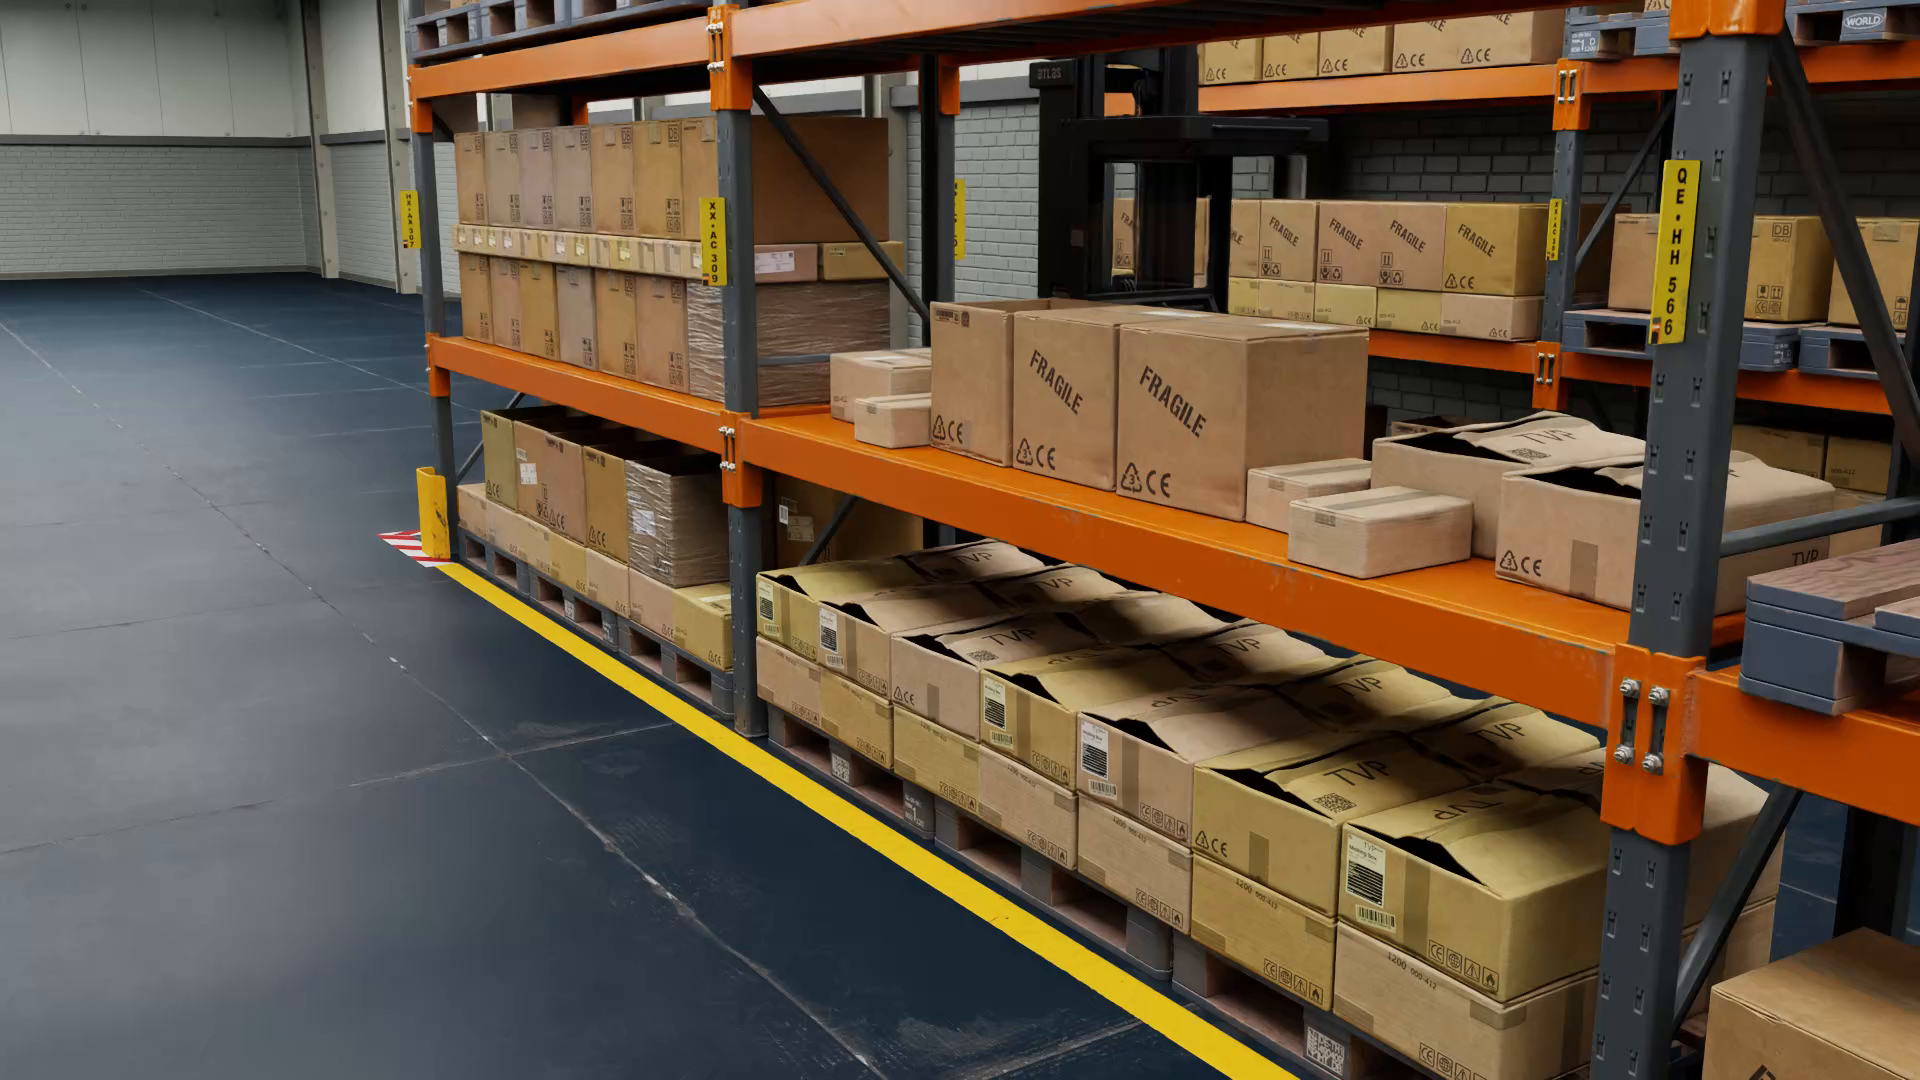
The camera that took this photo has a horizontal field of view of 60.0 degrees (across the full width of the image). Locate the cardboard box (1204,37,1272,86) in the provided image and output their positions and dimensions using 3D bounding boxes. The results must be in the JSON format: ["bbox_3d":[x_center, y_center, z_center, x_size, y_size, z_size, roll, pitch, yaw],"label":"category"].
[{"bbox_3d":[1.973,-3.271,10.996,0.500,0.500,0.500,-7,14,-30],"label":"cardboard box"}]

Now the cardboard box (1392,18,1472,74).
[{"bbox_3d":[2.898,-2.992,9.722,0.500,0.500,0.500,-10,16,-37],"label":"cardboard box"}]

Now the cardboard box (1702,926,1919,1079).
[{"bbox_3d":[1.761,1.103,3.118,0.500,0.500,0.500,-7,14,-30],"label":"cardboard box"}]

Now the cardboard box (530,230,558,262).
[{"bbox_3d":[-1.932,-1.482,8.367,0.380,0.149,0.250,-8,15,-33],"label":"cardboard box"}]

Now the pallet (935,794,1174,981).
[{"bbox_3d":[0.652,0.976,5.402,1.003,0.211,1.213,-8,15,-33],"label":"pallet"}]

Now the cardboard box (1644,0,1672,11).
[{"bbox_3d":[3.889,-2.929,8.496,0.500,0.500,0.500,-6,14,-25],"label":"cardboard box"}]

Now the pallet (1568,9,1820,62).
[{"bbox_3d":[3.906,-2.568,8.500,1.213,0.211,1.003,-8,15,-33],"label":"pallet"}]

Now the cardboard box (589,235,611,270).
[{"bbox_3d":[-1.500,-1.344,7.734,0.380,0.149,0.250,-8,14,-31],"label":"cardboard box"}]

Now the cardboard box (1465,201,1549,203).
[{"bbox_3d":[3.283,-1.820,10.212,0.500,0.500,0.500,-8,15,-33],"label":"cardboard box"}]

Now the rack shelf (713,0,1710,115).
[{"bbox_3d":[0.639,-1.488,4.805,1.077,0.370,4.000,-8,15,-33],"label":"rack shelf"}]

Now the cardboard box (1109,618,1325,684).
[{"bbox_3d":[0.837,0.444,5.453,0.500,0.311,0.500,-8,15,-33],"label":"cardboard box"}]

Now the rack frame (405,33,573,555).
[{"bbox_3d":[-2.685,-1.441,9.929,1.000,3.000,0.127,-8,15,-33],"label":"rack frame"}]

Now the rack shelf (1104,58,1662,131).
[{"bbox_3d":[2.545,-2.786,10.743,1.077,0.370,4.000,-8,15,-33],"label":"rack shelf"}]

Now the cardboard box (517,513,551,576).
[{"bbox_3d":[-2.017,-0.003,8.809,0.500,0.250,0.500,-8,15,-33],"label":"cardboard box"}]

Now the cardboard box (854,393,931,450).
[{"bbox_3d":[-0.148,-0.425,5.871,0.380,0.149,0.250,-8,15,-33],"label":"cardboard box"}]

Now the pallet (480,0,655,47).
[{"bbox_3d":[-1.635,-2.517,8.035,1.003,0.211,1.213,-8,15,-33],"label":"pallet"}]

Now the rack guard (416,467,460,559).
[{"bbox_3d":[-2.699,-0.224,10.215,1.175,0.500,0.348,-8,15,-33],"label":"rack guard"}]

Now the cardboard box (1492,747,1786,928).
[{"bbox_3d":[1.701,0.718,4.196,0.500,0.311,0.500,-8,14,-31],"label":"cardboard box"}]

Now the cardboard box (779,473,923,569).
[{"bbox_3d":[-0.465,-0.077,7.391,0.500,0.500,0.500,-8,15,-33],"label":"cardboard box"}]

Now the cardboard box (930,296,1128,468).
[{"bbox_3d":[0.235,-0.546,5.603,0.500,0.500,0.500,-7,14,-29],"label":"cardboard box"}]

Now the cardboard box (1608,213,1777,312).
[{"bbox_3d":[3.906,-1.486,8.870,0.700,0.500,0.500,-8,15,-33],"label":"cardboard box"}]

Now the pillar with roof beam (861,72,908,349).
[{"bbox_3d":[-4.364,-5.494,14.420,9.100,9.000,0.400,-8,15,-33],"label":"pillar with roof beam"}]

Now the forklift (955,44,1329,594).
[{"bbox_3d":[1.174,-1.122,8.630,1.130,2.935,3.031,-10,16,-38],"label":"forklift"}]

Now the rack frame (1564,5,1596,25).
[{"bbox_3d":[3.653,-4.247,8.719,1.000,3.000,0.127,-8,15,-33],"label":"rack frame"}]

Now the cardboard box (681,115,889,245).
[{"bbox_3d":[-0.720,-1.490,6.884,0.700,0.500,0.500,-8,15,-32],"label":"cardboard box"}]

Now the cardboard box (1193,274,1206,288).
[{"bbox_3d":[1.742,-1.749,11.644,0.500,0.250,0.500,-9,15,-35],"label":"cardboard box"}]

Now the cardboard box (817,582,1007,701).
[{"bbox_3d":[-0.175,0.327,5.984,0.500,0.311,0.500,-8,15,-33],"label":"cardboard box"}]

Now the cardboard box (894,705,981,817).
[{"bbox_3d":[0.120,0.693,5.626,0.500,0.250,0.500,-9,15,-34],"label":"cardboard box"}]

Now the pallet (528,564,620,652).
[{"bbox_3d":[-1.555,0.269,8.636,1.003,0.211,1.213,-8,15,-33],"label":"pallet"}]

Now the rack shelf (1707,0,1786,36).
[{"bbox_3d":[2.855,-0.776,1.552,1.077,0.370,4.000,-8,15,-33],"label":"rack shelf"}]

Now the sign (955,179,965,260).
[{"bbox_3d":[-0.023,-1.322,6.862,0.100,0.325,0.005,-8,15,-33],"label":"sign"}]

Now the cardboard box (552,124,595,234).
[{"bbox_3d":[-1.554,-1.758,8.108,0.700,0.500,0.500,-8,15,-33],"label":"cardboard box"}]

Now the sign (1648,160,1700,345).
[{"bbox_3d":[1.287,-0.517,2.996,0.100,0.325,0.005,-8,15,-33],"label":"sign"}]

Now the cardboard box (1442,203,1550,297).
[{"bbox_3d":[3.133,-1.667,9.511,0.500,0.500,0.500,-8,15,-33],"label":"cardboard box"}]

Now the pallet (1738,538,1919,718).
[{"bbox_3d":[2.181,0.188,2.930,1.213,0.211,1.003,-8,15,-33],"label":"pallet"}]

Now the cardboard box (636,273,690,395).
[{"bbox_3d":[-1.018,-0.949,7.448,0.700,0.500,0.500,-8,15,-33],"label":"cardboard box"}]

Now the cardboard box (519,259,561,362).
[{"bbox_3d":[-1.872,-1.223,8.700,0.700,0.500,0.500,-8,15,-32],"label":"cardboard box"}]

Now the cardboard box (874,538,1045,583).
[{"bbox_3d":[-0.006,0.173,6.690,0.500,0.311,0.500,-8,15,-33],"label":"cardboard box"}]

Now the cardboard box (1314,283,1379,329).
[{"bbox_3d":[2.577,-1.478,10.405,0.500,0.250,0.500,-8,15,-33],"label":"cardboard box"}]

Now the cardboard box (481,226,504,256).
[{"bbox_3d":[-2.362,-1.620,8.996,0.380,0.149,0.250,-8,15,-33],"label":"cardboard box"}]

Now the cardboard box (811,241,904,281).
[{"bbox_3d":[-0.457,-1.166,6.919,0.380,0.149,0.250,-8,15,-33],"label":"cardboard box"}]

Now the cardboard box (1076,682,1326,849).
[{"bbox_3d":[0.681,0.600,4.735,0.500,0.311,0.500,-8,15,-33],"label":"cardboard box"}]

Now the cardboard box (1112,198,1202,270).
[{"bbox_3d":[1.451,-2.210,11.996,0.500,0.500,0.500,-8,15,-33],"label":"cardboard box"}]

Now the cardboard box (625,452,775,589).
[{"bbox_3d":[-1.175,-0.104,7.516,0.500,0.500,0.500,-8,15,-33],"label":"cardboard box"}]

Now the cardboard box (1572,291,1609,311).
[{"bbox_3d":[3.571,-1.362,9.872,0.500,0.250,0.500,-8,15,-32],"label":"cardboard box"}]

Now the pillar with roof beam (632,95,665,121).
[{"bbox_3d":[-7.688,-6.561,19.300,9.100,9.000,0.400,-8,15,-33],"label":"pillar with roof beam"}]

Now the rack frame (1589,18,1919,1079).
[{"bbox_3d":[1.750,-0.018,3.424,0.949,2.616,0.053,-8,15,-33],"label":"rack frame"}]

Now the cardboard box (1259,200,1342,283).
[{"bbox_3d":[2.293,-1.938,10.751,0.500,0.500,0.500,-8,14,-31],"label":"cardboard box"}]

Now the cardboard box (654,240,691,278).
[{"bbox_3d":[-1.081,-1.209,7.115,0.380,0.149,0.250,-9,15,-34],"label":"cardboard box"}]

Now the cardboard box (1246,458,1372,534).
[{"bbox_3d":[0.994,-0.115,4.456,0.380,0.149,0.250,-7,14,-29],"label":"cardboard box"}]

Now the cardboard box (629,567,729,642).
[{"bbox_3d":[-1.177,0.262,7.595,0.500,0.250,0.500,-8,15,-33],"label":"cardboard box"}]

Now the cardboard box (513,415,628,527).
[{"bbox_3d":[-2.007,-0.371,8.736,0.500,0.500,0.500,-8,15,-33],"label":"cardboard box"}]

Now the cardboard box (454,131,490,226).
[{"bbox_3d":[-2.408,-2.029,9.350,0.700,0.500,0.500,-8,15,-33],"label":"cardboard box"}]

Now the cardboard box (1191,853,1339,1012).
[{"bbox_3d":[0.964,0.964,4.385,0.500,0.250,0.500,-8,15,-33],"label":"cardboard box"}]
